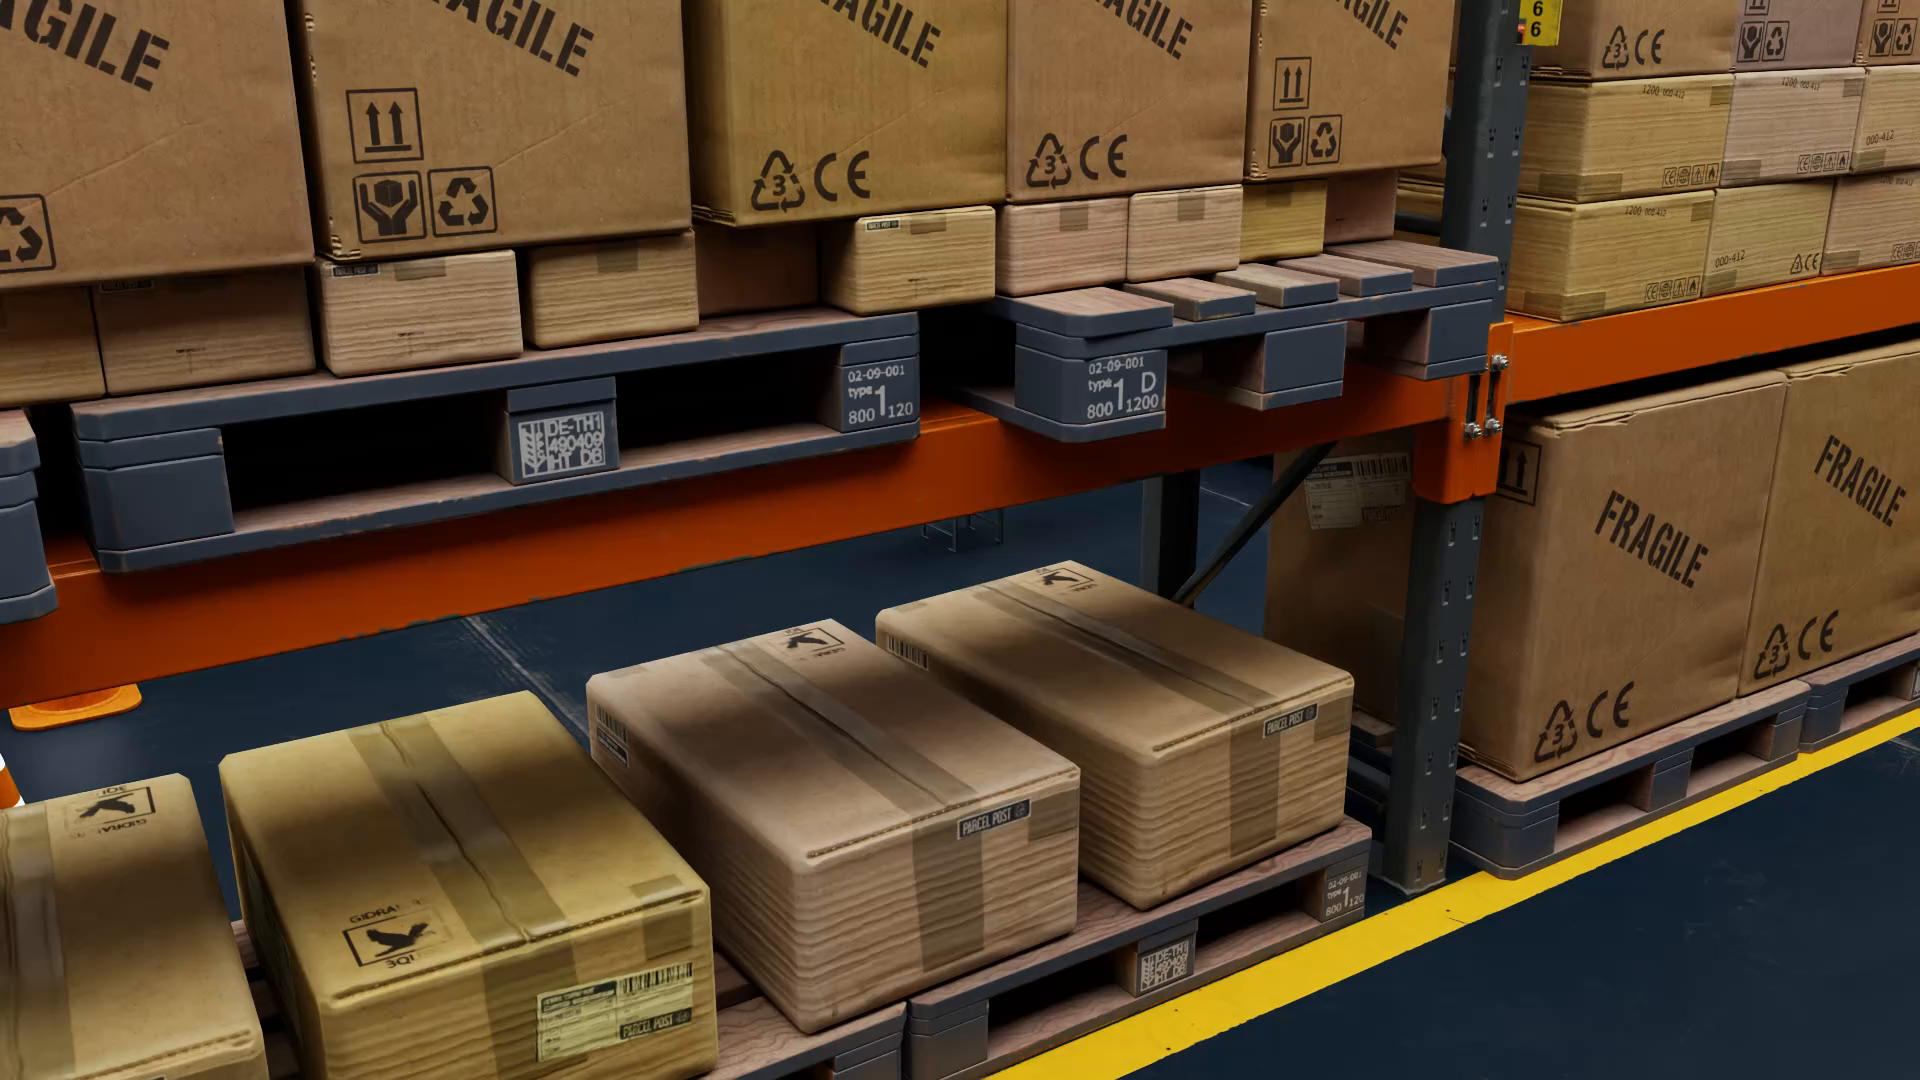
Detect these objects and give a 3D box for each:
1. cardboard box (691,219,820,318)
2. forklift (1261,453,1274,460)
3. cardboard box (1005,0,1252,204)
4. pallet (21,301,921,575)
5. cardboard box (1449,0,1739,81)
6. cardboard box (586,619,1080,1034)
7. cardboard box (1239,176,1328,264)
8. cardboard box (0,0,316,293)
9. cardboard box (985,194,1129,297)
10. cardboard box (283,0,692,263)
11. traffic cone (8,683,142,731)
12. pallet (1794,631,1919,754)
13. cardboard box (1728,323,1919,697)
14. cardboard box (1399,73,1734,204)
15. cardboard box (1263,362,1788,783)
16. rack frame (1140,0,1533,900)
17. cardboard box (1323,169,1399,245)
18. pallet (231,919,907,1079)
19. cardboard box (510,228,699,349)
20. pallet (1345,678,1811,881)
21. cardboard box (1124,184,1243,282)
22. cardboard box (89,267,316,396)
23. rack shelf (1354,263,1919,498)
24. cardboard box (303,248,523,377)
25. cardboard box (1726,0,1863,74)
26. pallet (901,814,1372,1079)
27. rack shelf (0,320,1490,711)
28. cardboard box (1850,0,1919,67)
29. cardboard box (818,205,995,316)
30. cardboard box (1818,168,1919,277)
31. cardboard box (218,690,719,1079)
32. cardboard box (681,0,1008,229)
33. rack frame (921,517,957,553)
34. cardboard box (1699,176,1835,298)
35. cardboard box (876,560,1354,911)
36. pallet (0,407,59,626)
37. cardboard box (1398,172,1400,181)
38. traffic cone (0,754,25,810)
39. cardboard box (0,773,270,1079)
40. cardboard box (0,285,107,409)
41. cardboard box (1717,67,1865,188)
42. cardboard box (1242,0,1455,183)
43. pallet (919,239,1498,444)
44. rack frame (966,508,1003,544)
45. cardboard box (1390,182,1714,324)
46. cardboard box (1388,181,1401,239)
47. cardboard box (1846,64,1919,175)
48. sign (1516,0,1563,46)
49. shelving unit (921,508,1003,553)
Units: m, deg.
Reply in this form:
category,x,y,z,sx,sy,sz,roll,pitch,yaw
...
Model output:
category,x,y,z,sx,sy,sz,roll,pitch,yaw
cardboard box,-0.427,-0.472,2.695,0.250,0.149,0.380,-12,22,-31
forklift,2.295,-2.038,7.697,3.031,2.935,1.130,-16,24,-39
cardboard box,0.151,-0.880,2.887,0.500,0.500,0.500,-12,22,-32
pallet,-0.827,-0.291,2.720,1.213,0.211,1.003,-12,22,-31
cardboard box,1.350,-1.284,3.640,0.500,0.500,0.500,-13,22,-33
cardboard box,-0.286,0.534,3.429,0.625,0.372,0.950,-12,22,-32
cardboard box,0.475,-0.634,3.172,0.250,0.149,0.380,-12,22,-31
cardboard box,-1.150,-0.601,2.064,0.500,0.500,0.500,-12,22,-32
cardboard box,0.075,-0.535,2.881,0.250,0.149,0.380,-13,23,-34
cardboard box,-0.726,-0.695,2.340,0.500,0.500,0.500,-13,23,-34
traffic cone,-2.579,0.254,4.771,0.334,0.463,0.336,-12,22,-31
pallet,2.521,0.248,5.183,1.213,0.211,1.003,-12,22,-31
cardboard box,2.173,-0.189,4.782,0.875,0.875,0.875,-12,22,-31
cardboard box,1.362,-0.930,3.766,0.500,0.250,0.500,-12,22,-32
cardboard box,1.426,-0.033,4.320,0.875,0.875,0.875,-12,22,-32
rack frame,0.803,-0.741,3.753,0.127,3.000,1.000,-12,22,-31
cardboard box,0.659,-0.700,3.369,0.250,0.149,0.380,-11,22,-29
pallet,-0.868,0.931,3.162,1.213,0.211,1.003,-12,22,-31
cardboard box,-0.591,-0.406,2.499,0.250,0.149,0.380,-13,22,-33
pallet,1.503,0.461,4.551,1.213,0.211,1.003,-12,22,-31
cardboard box,0.289,-0.577,3.006,0.250,0.149,0.380,-12,22,-32
cardboard box,-1.049,-0.318,2.240,0.250,0.149,0.380,-12,22,-31
rack shelf,2.474,-0.753,4.910,4.000,0.370,1.077,-12,22,-31
cardboard box,-0.798,-0.351,2.337,0.250,0.149,0.380,-11,22,-29
cardboard box,1.759,-1.373,3.907,0.500,0.500,0.500,-12,22,-31
pallet,0.150,0.717,3.794,1.213,0.211,1.003,-12,22,-31
rack shelf,-0.867,-0.048,2.826,4.000,0.370,1.077,-12,22,-31
cardboard box,2.199,-1.460,4.164,0.500,0.500,0.500,-11,22,-30
cardboard box,-0.148,-0.483,2.726,0.250,0.149,0.380,-11,22,-30
cardboard box,2.211,-0.875,4.383,0.500,0.250,0.500,-11,22,-30
cardboard box,-0.922,0.666,3.039,0.625,0.372,0.950,-11,22,-30
cardboard box,-0.270,-0.791,2.623,0.500,0.500,0.500,-14,23,-35
rack frame,-0.078,-0.410,6.052,0.006,0.900,0.240,-12,22,-31
cardboard box,1.770,-0.784,4.115,0.500,0.250,0.500,-13,22,-33
cardboard box,0.326,0.402,3.820,0.625,0.372,0.950,-14,23,-35
pallet,-1.819,-0.041,1.983,1.213,0.211,1.003,-12,22,-31
cardboard box,1.068,-1.060,4.150,0.500,0.250,0.500,-12,22,-32
traffic cone,-2.272,0.572,3.829,0.334,0.463,0.336,-12,22,-31
cardboard box,-1.502,0.789,2.675,0.625,0.372,0.950,-10,21,-28
cardboard box,-1.256,-0.275,2.112,0.250,0.149,0.380,-12,22,-31
cardboard box,1.795,-1.021,4.034,0.500,0.250,0.500,-11,22,-30
cardboard box,0.577,-0.974,3.165,0.500,0.500,0.500,-13,22,-33
pallet,0.267,-0.496,3.328,1.003,0.211,1.213,-12,22,-31
rack frame,0.092,-0.446,6.158,0.006,0.900,0.240,-12,22,-31
cardboard box,1.351,-0.689,3.833,0.500,0.250,0.500,-12,22,-32
cardboard box,1.083,-0.829,4.246,0.500,0.250,0.500,-13,23,-33
cardboard box,2.218,-1.105,4.284,0.500,0.250,0.500,-12,22,-32
sign,1.110,-1.109,3.156,0.005,0.325,0.100,-12,22,-31
shelving unit,0.007,-0.428,6.105,0.210,0.900,0.258,-12,22,-31
